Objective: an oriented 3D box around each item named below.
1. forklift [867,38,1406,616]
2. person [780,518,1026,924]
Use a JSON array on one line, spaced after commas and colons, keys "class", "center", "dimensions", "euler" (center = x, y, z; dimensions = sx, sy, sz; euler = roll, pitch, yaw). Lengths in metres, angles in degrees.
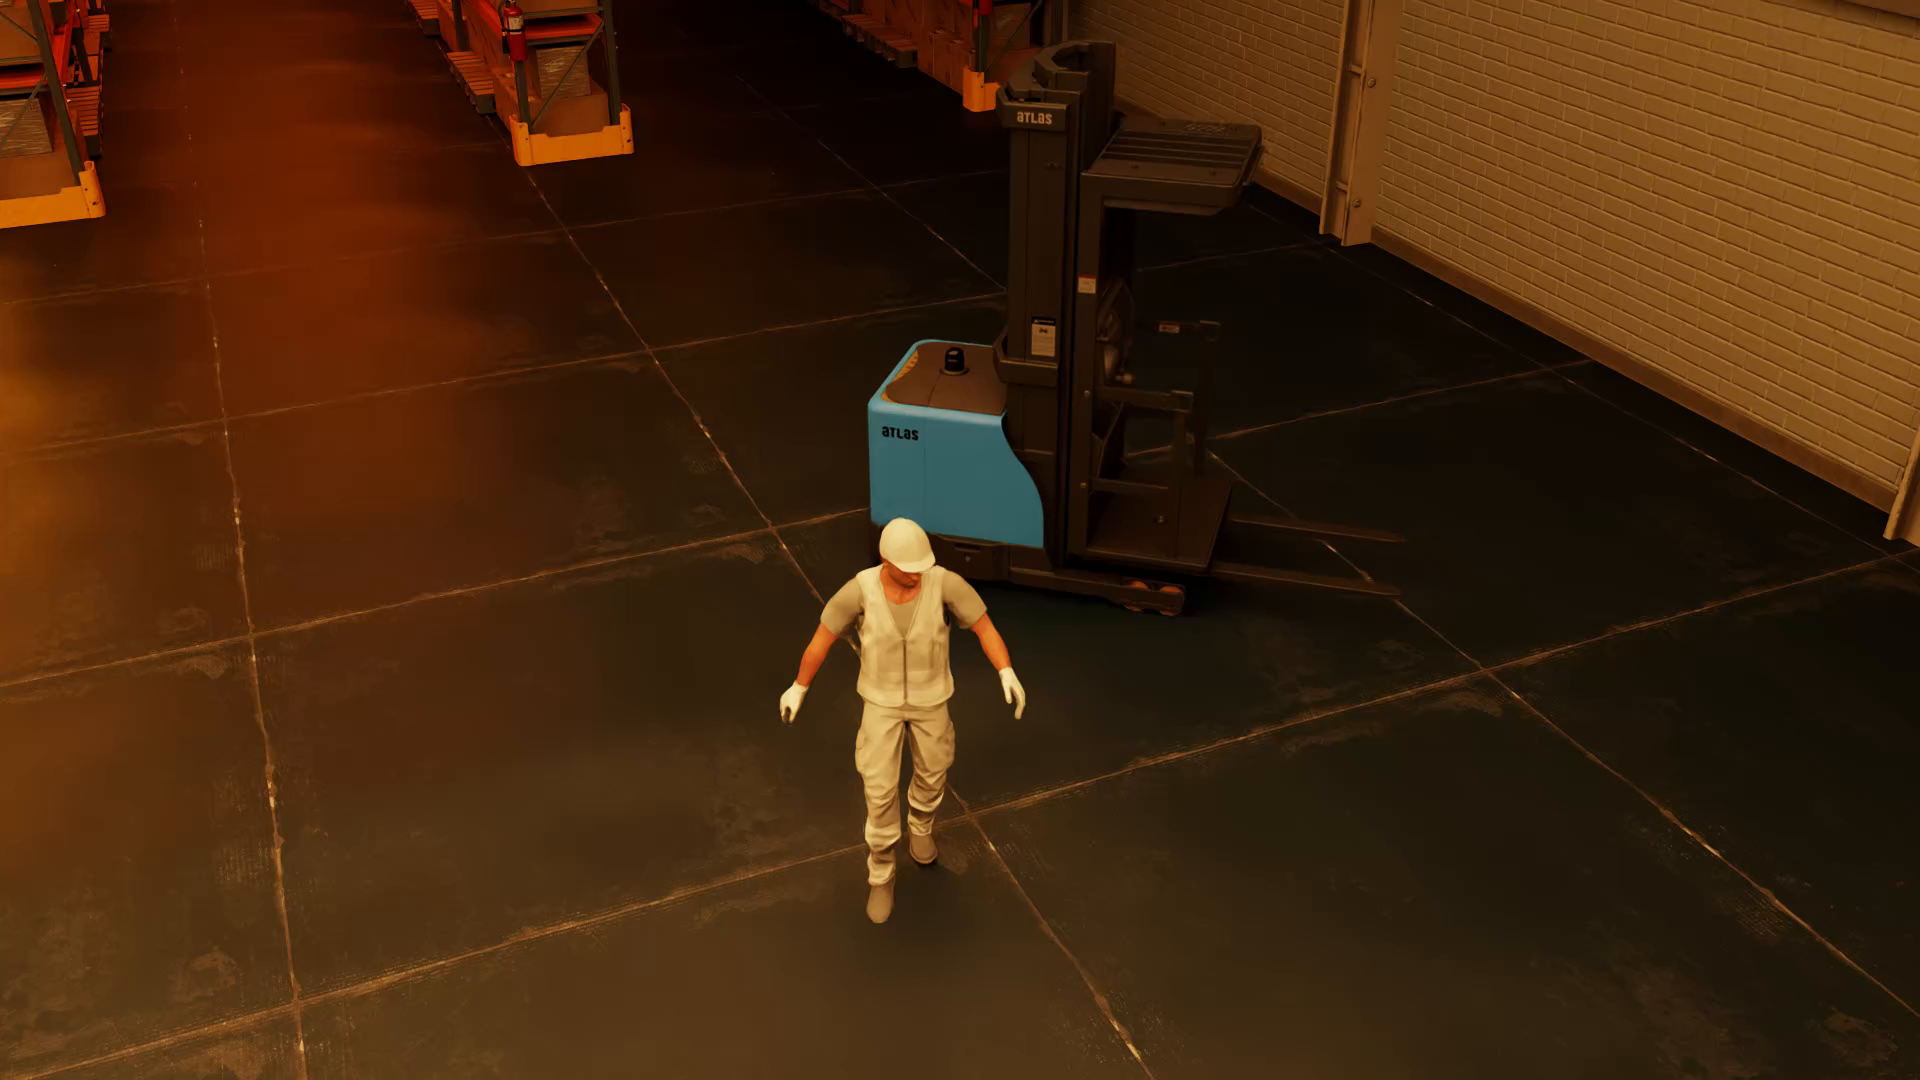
[{"class": "forklift", "center": [1.042, -1.140, 9.113], "dimensions": [3.031, 2.935, 1.130], "euler": [8, 31, 14]}, {"class": "person", "center": [-0.251, 0.748, 7.034], "dimensions": [1.026, 1.795, 0.650], "euler": [-2, 30, -4]}]
